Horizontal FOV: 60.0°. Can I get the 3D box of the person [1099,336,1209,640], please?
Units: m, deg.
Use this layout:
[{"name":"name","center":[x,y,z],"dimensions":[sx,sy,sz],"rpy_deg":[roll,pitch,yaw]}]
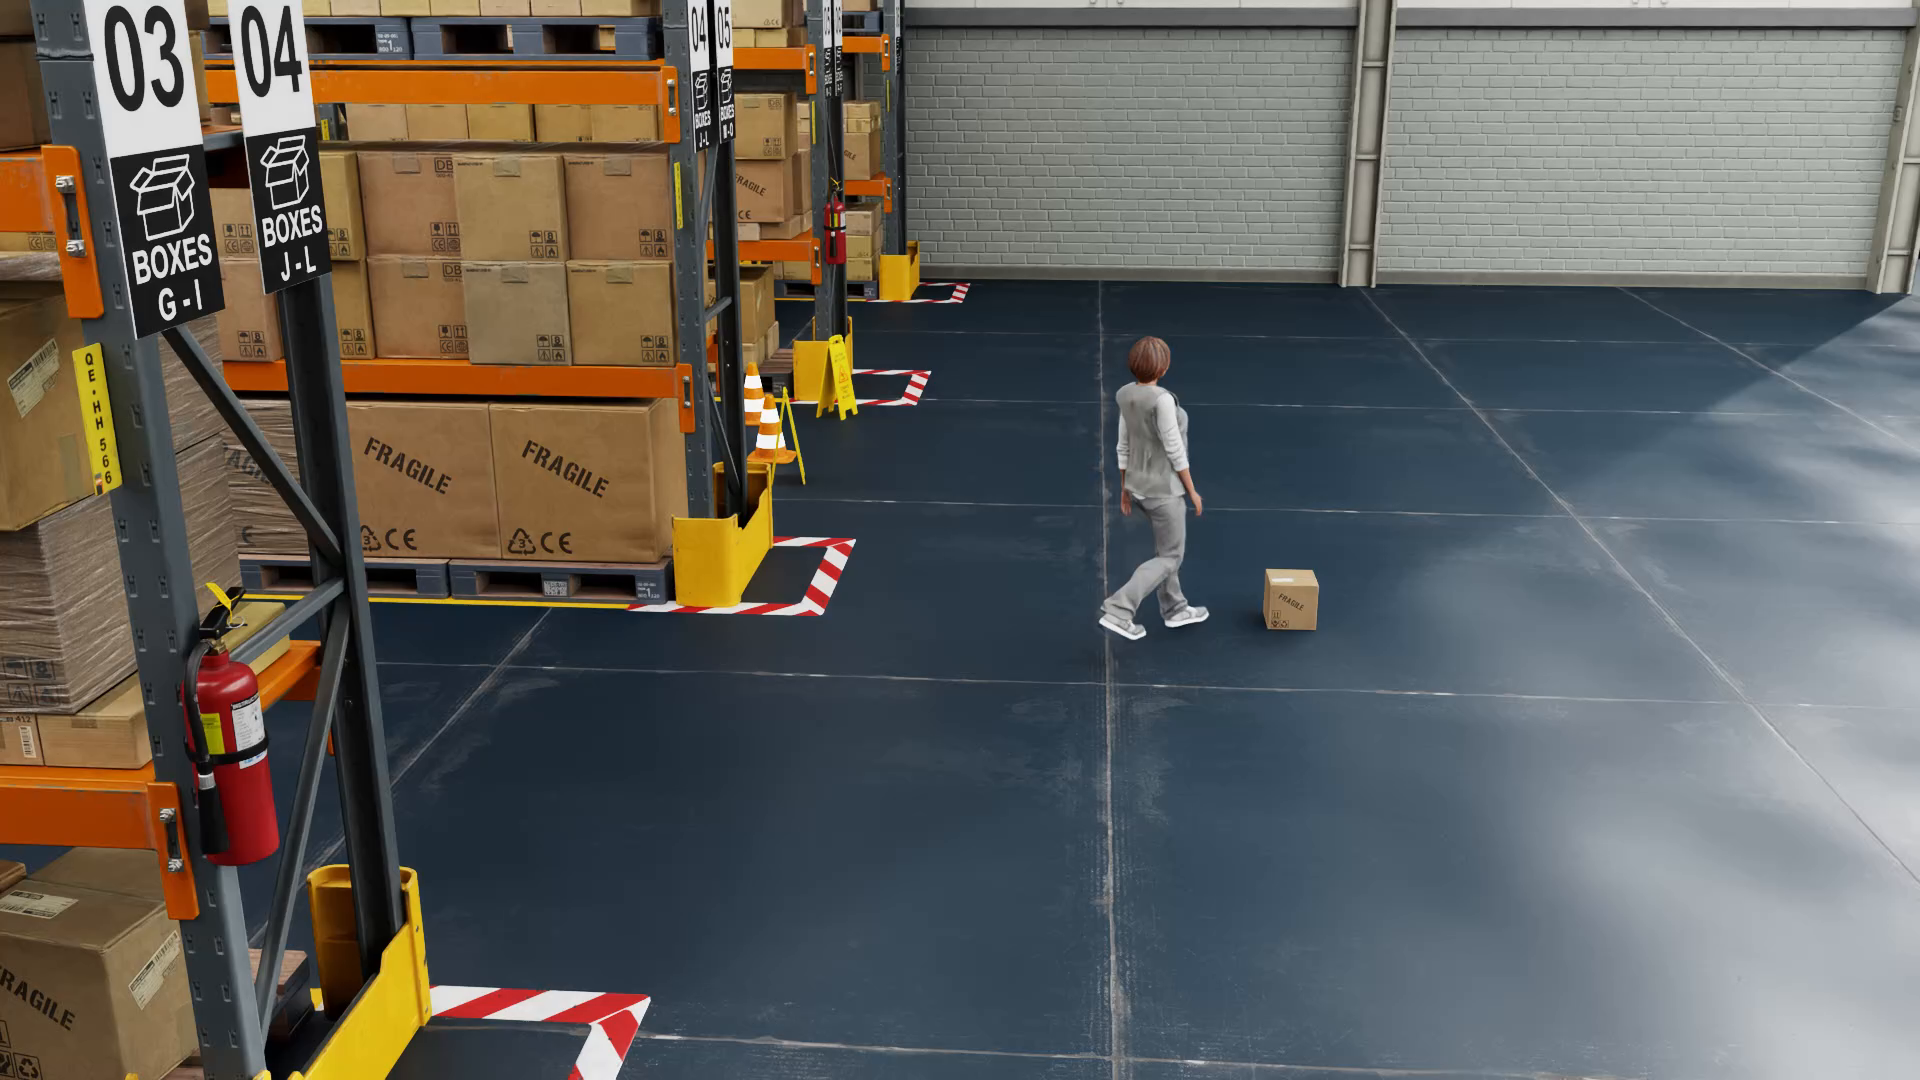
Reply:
[{"name":"person","center":[0.996,-0.249,8.330],"dimensions":[0.793,1.556,0.411],"rpy_deg":[-9,20,-25]}]
